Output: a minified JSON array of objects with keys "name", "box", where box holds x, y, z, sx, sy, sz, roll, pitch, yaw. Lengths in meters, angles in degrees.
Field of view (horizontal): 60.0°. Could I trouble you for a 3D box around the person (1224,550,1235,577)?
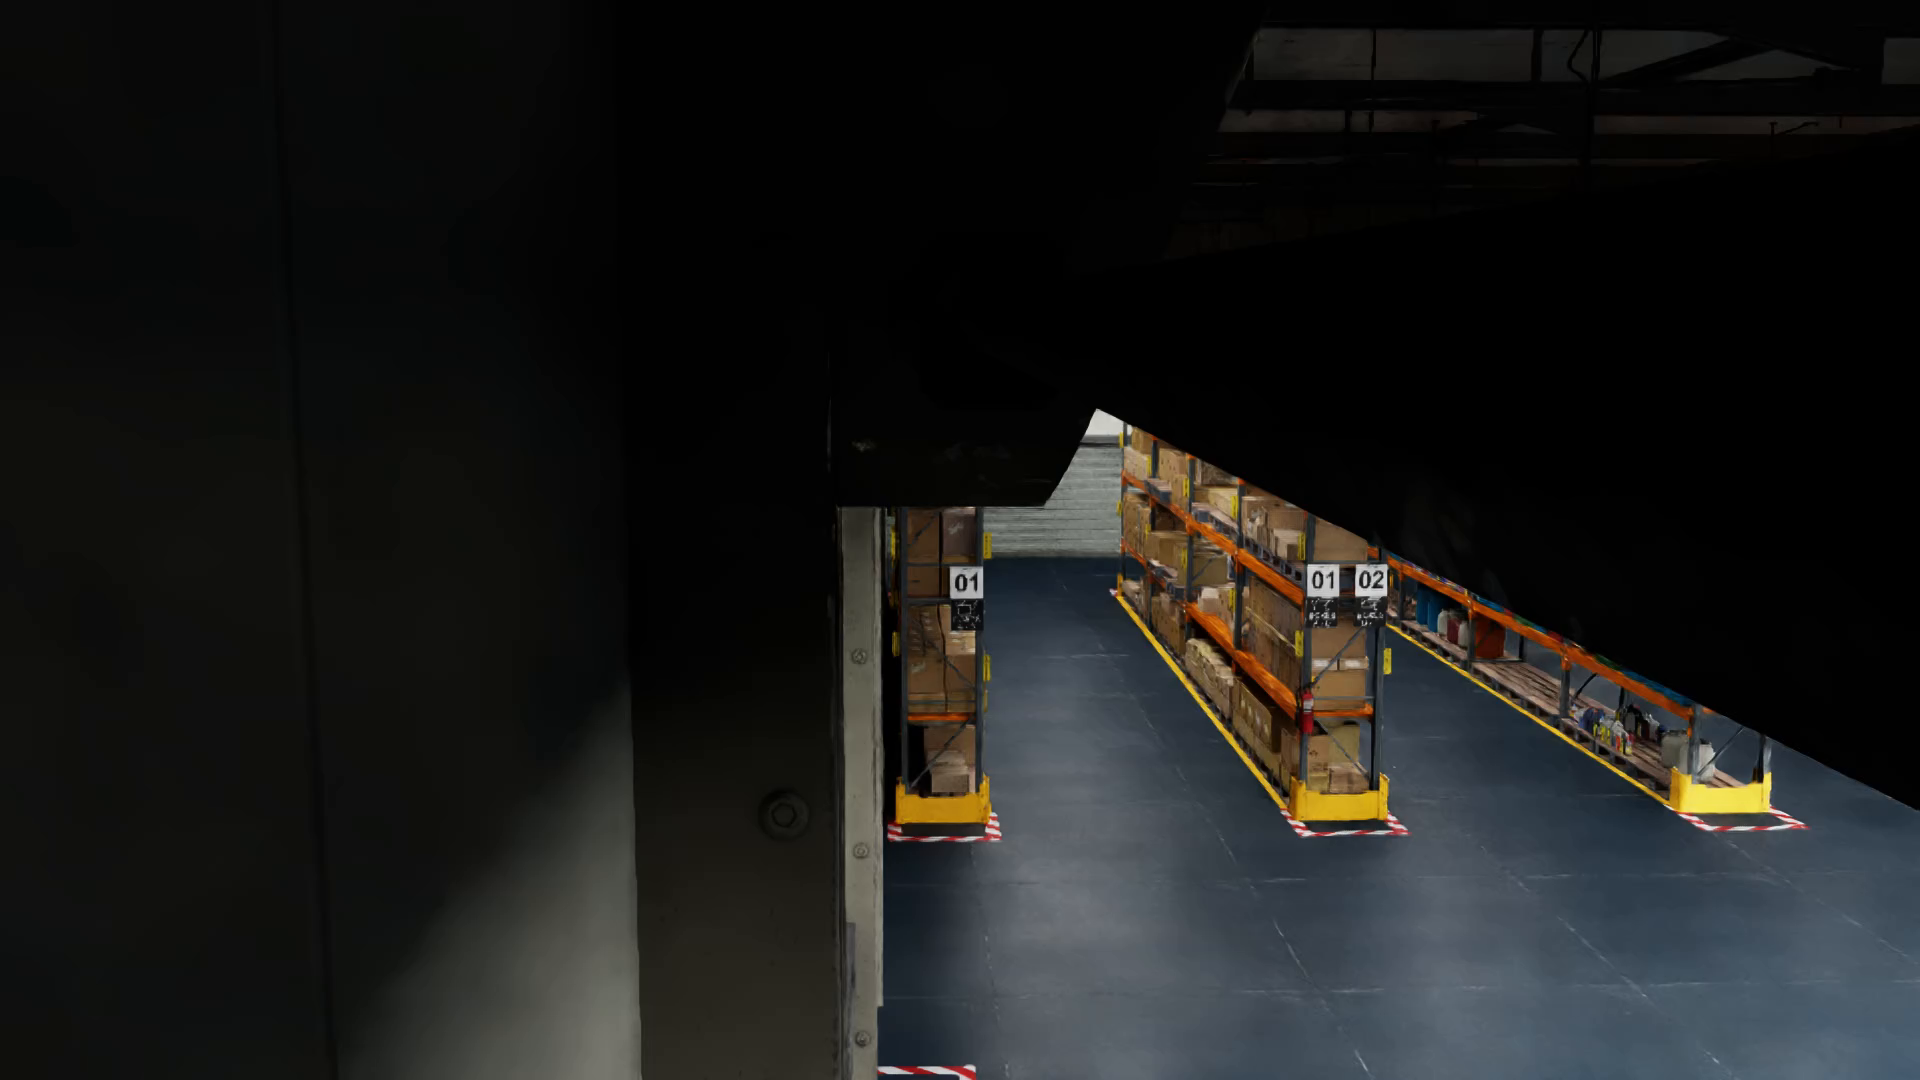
[{"name":"person","box":[5.676,0.475,36.102,0.625,1.611,0.575,-1,8,-5]}]
